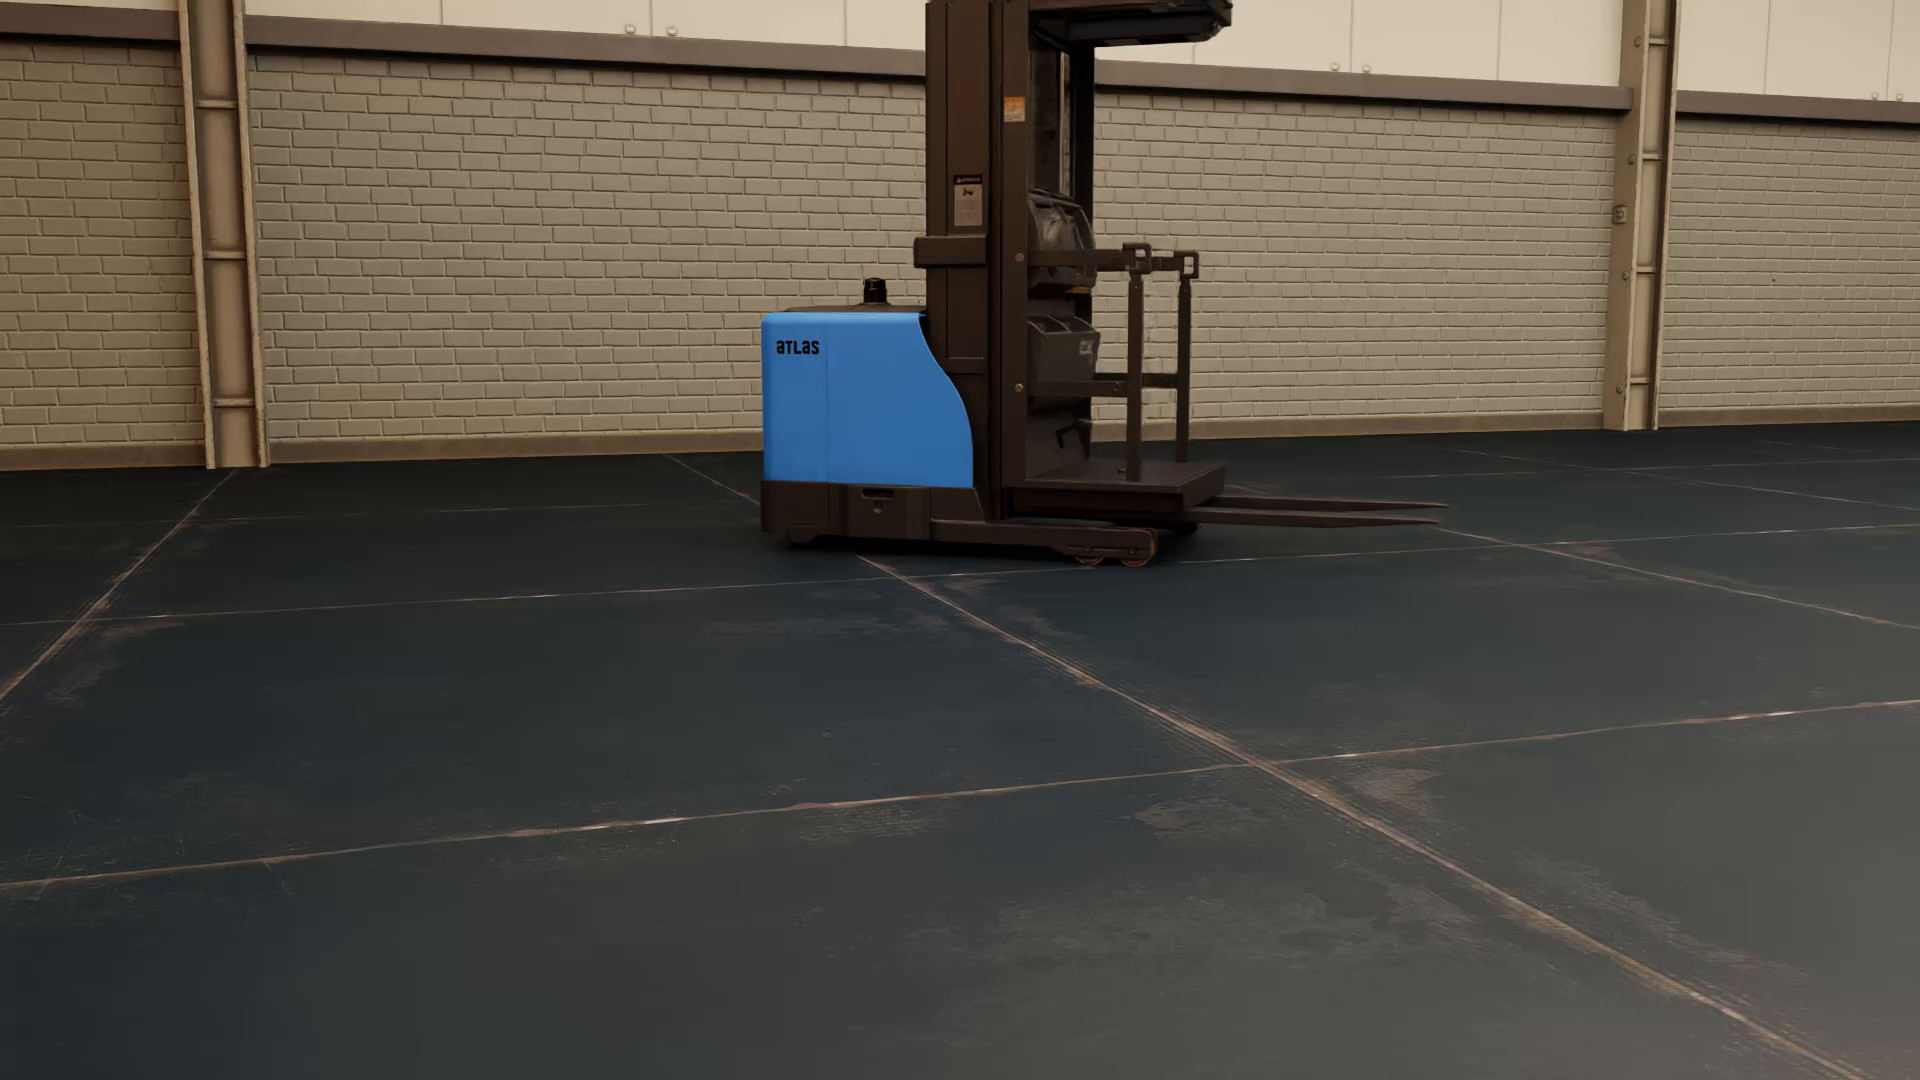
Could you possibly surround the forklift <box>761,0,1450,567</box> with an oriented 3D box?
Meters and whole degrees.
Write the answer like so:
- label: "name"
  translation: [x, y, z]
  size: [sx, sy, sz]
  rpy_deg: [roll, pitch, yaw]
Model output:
- label: "forklift"
  translation: [0.652, -1.416, 7.462]
  size: [3.031, 2.935, 1.130]
  rpy_deg: [3, 8, 19]
